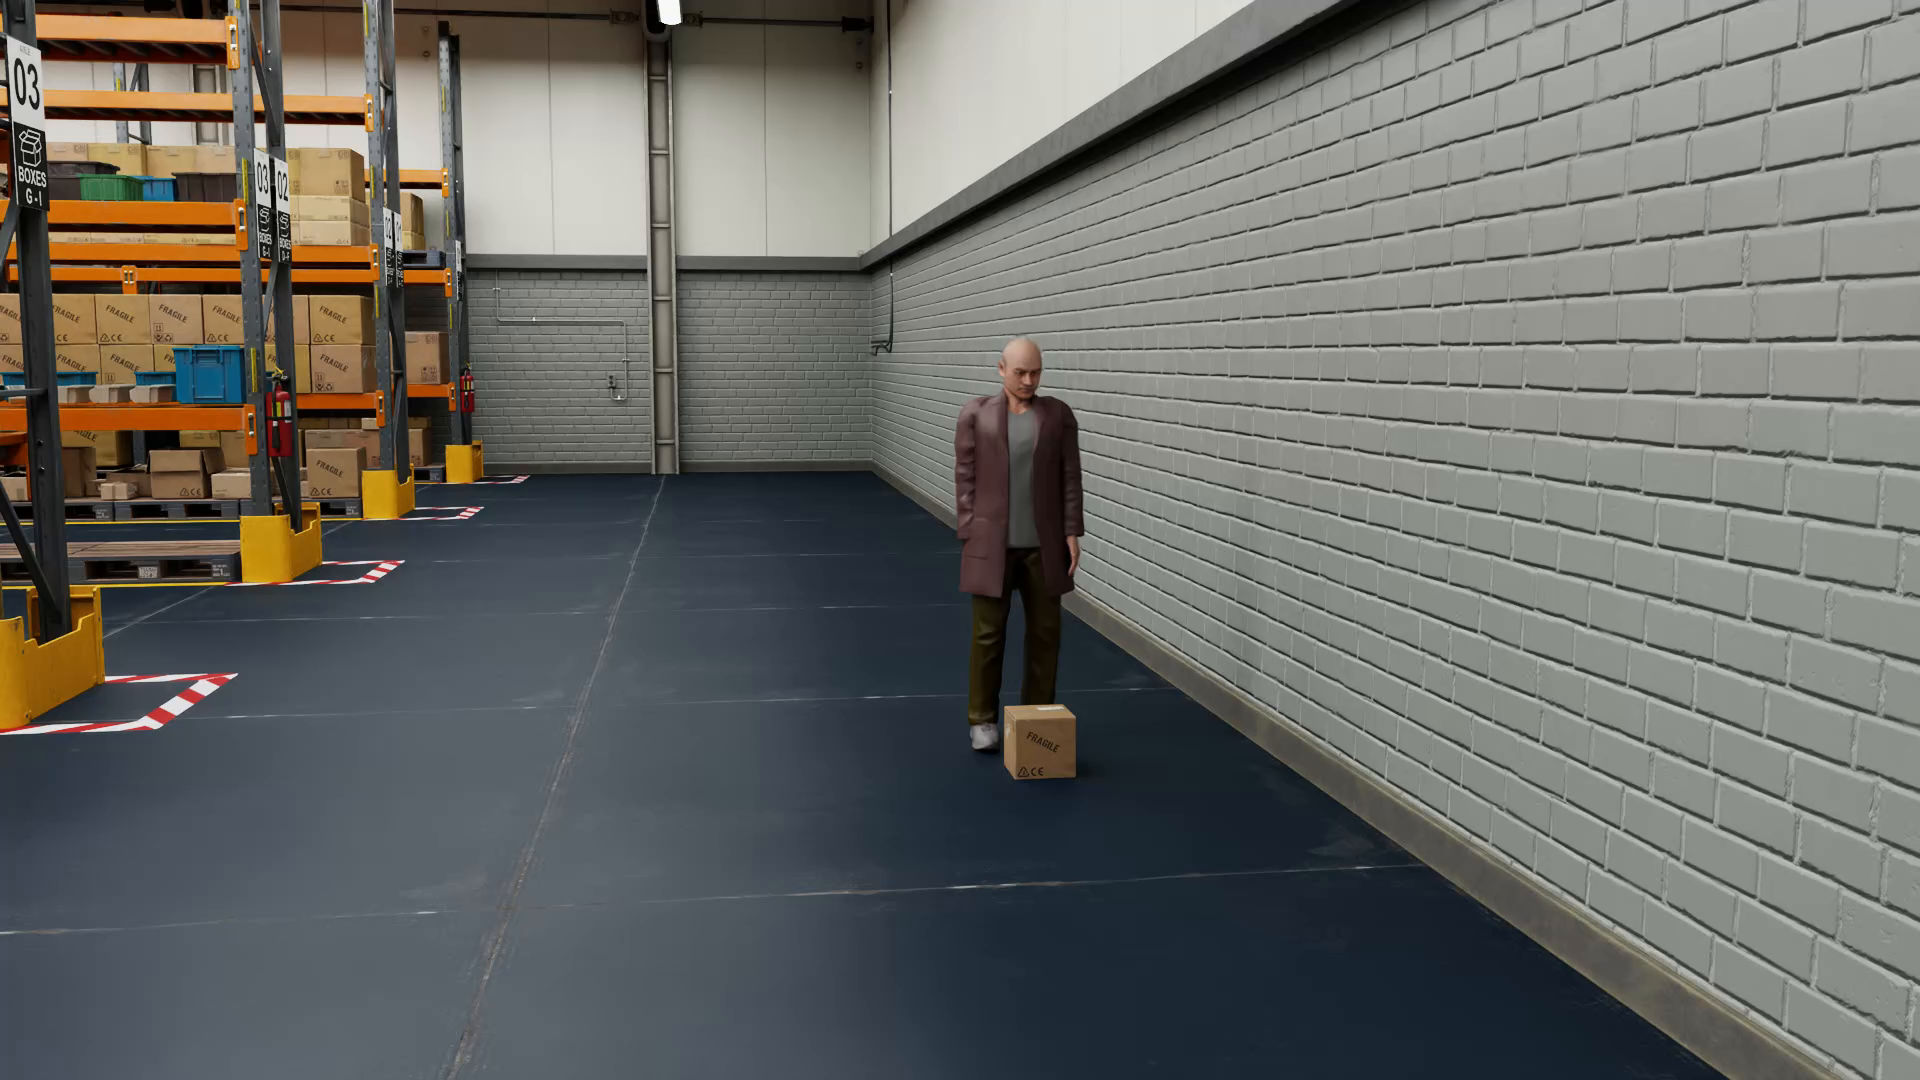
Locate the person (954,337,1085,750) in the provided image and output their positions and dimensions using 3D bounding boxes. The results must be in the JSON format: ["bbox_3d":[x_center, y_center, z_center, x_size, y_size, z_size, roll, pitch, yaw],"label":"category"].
[{"bbox_3d":[0.263,0.015,7.196,0.563,1.772,0.384,-1,6,-8],"label":"person"}]
